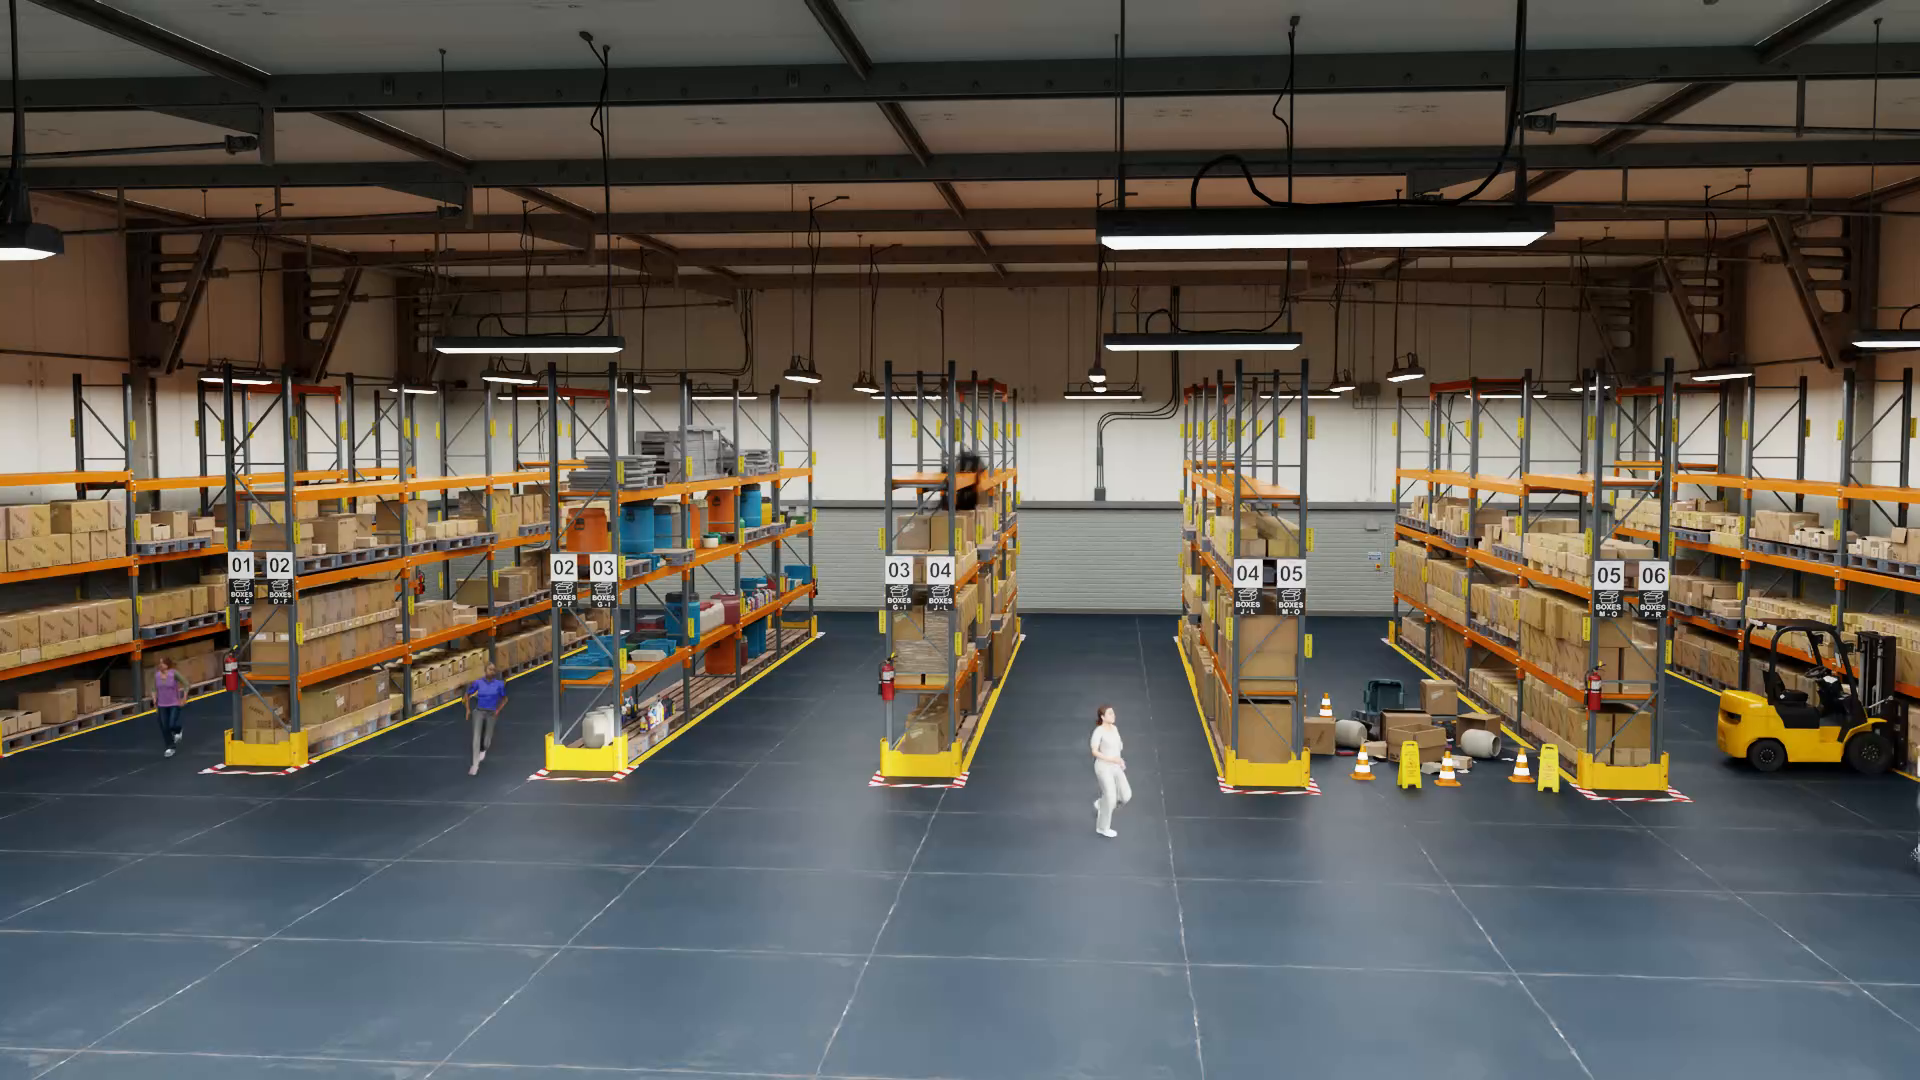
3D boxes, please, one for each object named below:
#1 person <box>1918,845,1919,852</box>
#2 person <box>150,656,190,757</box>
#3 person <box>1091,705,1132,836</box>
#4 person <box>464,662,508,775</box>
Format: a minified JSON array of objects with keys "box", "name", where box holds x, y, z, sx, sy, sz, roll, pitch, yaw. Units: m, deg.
[{"box":[11.014,2.910,18.214,0.709,1.792,1.046,-1,4,-17],"name":"person"},{"box":[-12.162,2.554,25.577,0.549,1.564,0.611,0,4,-4],"name":"person"},{"box":[1.846,2.842,20.546,0.562,1.631,0.561,4,5,44],"name":"person"},{"box":[-6.989,2.609,24.534,0.617,1.624,0.672,-1,4,-16],"name":"person"}]
